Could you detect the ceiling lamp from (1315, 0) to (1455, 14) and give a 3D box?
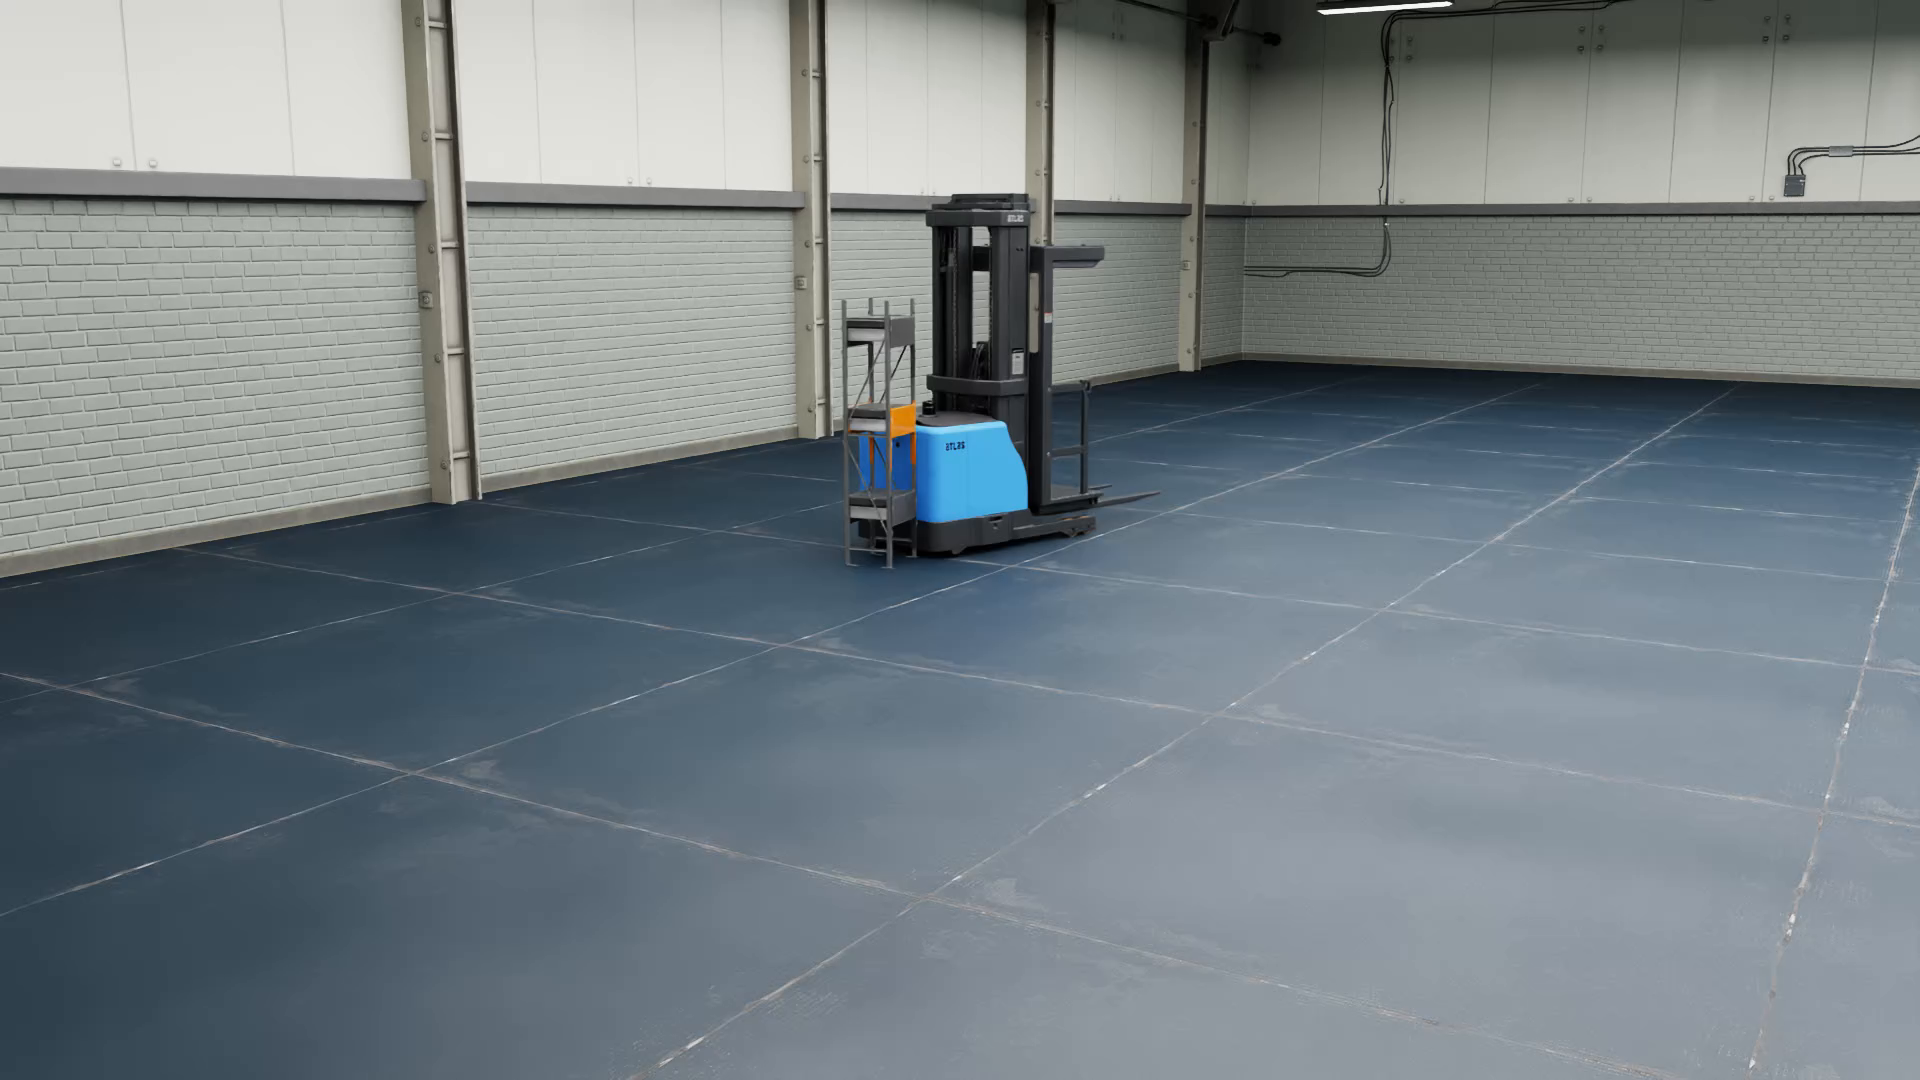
[{"bbox_3d":[6.411,-9.455,24.558,2.000,3.185,0.800,6,12,31],"label":"ceiling lamp"}]

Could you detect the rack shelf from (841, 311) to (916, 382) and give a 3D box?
[{"bbox_3d":[-0.638,-1.530,13.105,0.431,0.518,0.480,4,11,22],"label":"rack shelf"}]

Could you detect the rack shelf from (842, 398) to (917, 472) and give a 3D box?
[{"bbox_3d":[-0.637,-0.842,13.234,0.431,0.518,0.480,4,11,22],"label":"rack shelf"}]

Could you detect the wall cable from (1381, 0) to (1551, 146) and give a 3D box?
[{"bbox_3d":[9.329,-8.682,31.005,3.097,2.526,0.112,6,12,31],"label":"wall cable"}]

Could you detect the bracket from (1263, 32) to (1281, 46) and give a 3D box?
[{"bbox_3d":[6.107,-9.821,32.592,0.235,0.232,0.430,6,12,31],"label":"bracket"}]

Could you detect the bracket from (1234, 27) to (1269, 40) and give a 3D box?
[{"bbox_3d":[5.800,-9.728,32.096,0.076,0.066,3.189,6,12,31],"label":"bracket"}]

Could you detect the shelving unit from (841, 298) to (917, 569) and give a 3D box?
[{"bbox_3d":[-0.637,-0.856,13.231,0.431,2.100,0.503,4,11,22],"label":"shelving unit"}]

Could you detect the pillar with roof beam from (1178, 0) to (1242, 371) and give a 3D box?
[{"bbox_3d":[8.037,-7.236,28.568,9.100,9.000,0.548,6,12,31],"label":"pillar with roof beam"}]

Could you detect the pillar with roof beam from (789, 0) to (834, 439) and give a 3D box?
[{"bbox_3d":[1.807,-5.349,18.487,9.100,9.000,0.400,6,12,31],"label":"pillar with roof beam"}]

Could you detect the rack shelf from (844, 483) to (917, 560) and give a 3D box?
[{"bbox_3d":[-0.636,-0.154,13.362,0.431,0.518,0.480,4,11,22],"label":"rack shelf"}]

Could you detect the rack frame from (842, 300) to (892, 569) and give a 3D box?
[{"bbox_3d":[-0.729,-0.814,13.009,0.400,2.100,0.015,4,11,22],"label":"rack frame"}]

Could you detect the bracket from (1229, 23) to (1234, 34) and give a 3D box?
[{"bbox_3d":[4.876,-9.448,30.601,0.235,0.232,0.430,6,12,31],"label":"bracket"}]

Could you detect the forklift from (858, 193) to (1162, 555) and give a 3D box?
[{"bbox_3d":[0.558,-1.527,14.558,3.031,2.935,1.130,-10,14,-42],"label":"forklift"}]

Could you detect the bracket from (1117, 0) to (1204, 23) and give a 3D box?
[{"bbox_3d":[3.108,-8.913,27.739,0.076,0.066,4.783,6,12,31],"label":"bracket"}]

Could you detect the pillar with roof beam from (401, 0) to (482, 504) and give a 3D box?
[{"bbox_3d":[-1.308,-4.406,13.447,9.100,9.000,0.400,6,12,31],"label":"pillar with roof beam"}]

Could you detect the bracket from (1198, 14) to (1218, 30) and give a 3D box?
[{"bbox_3d":[4.445,-9.318,29.904,0.235,0.232,0.430,6,12,31],"label":"bracket"}]

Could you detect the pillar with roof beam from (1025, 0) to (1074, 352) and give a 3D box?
[{"bbox_3d":[4.922,-6.293,23.528,9.100,9.000,0.548,6,12,31],"label":"pillar with roof beam"}]

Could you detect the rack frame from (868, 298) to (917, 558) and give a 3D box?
[{"bbox_3d":[-0.545,-0.897,13.453,0.400,2.100,0.015,4,11,22],"label":"rack frame"}]

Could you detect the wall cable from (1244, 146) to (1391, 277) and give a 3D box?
[{"bbox_3d":[7.017,-6.458,32.851,3.097,2.526,0.112,6,12,31],"label":"wall cable"}]

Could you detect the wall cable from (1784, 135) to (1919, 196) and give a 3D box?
[{"bbox_3d":[15.123,-8.747,27.394,2.305,6.003,0.169,6,12,31],"label":"wall cable"}]

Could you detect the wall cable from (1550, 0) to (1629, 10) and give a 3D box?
[{"bbox_3d":[11.974,-10.622,29.008,3.097,2.526,0.112,6,12,31],"label":"wall cable"}]
